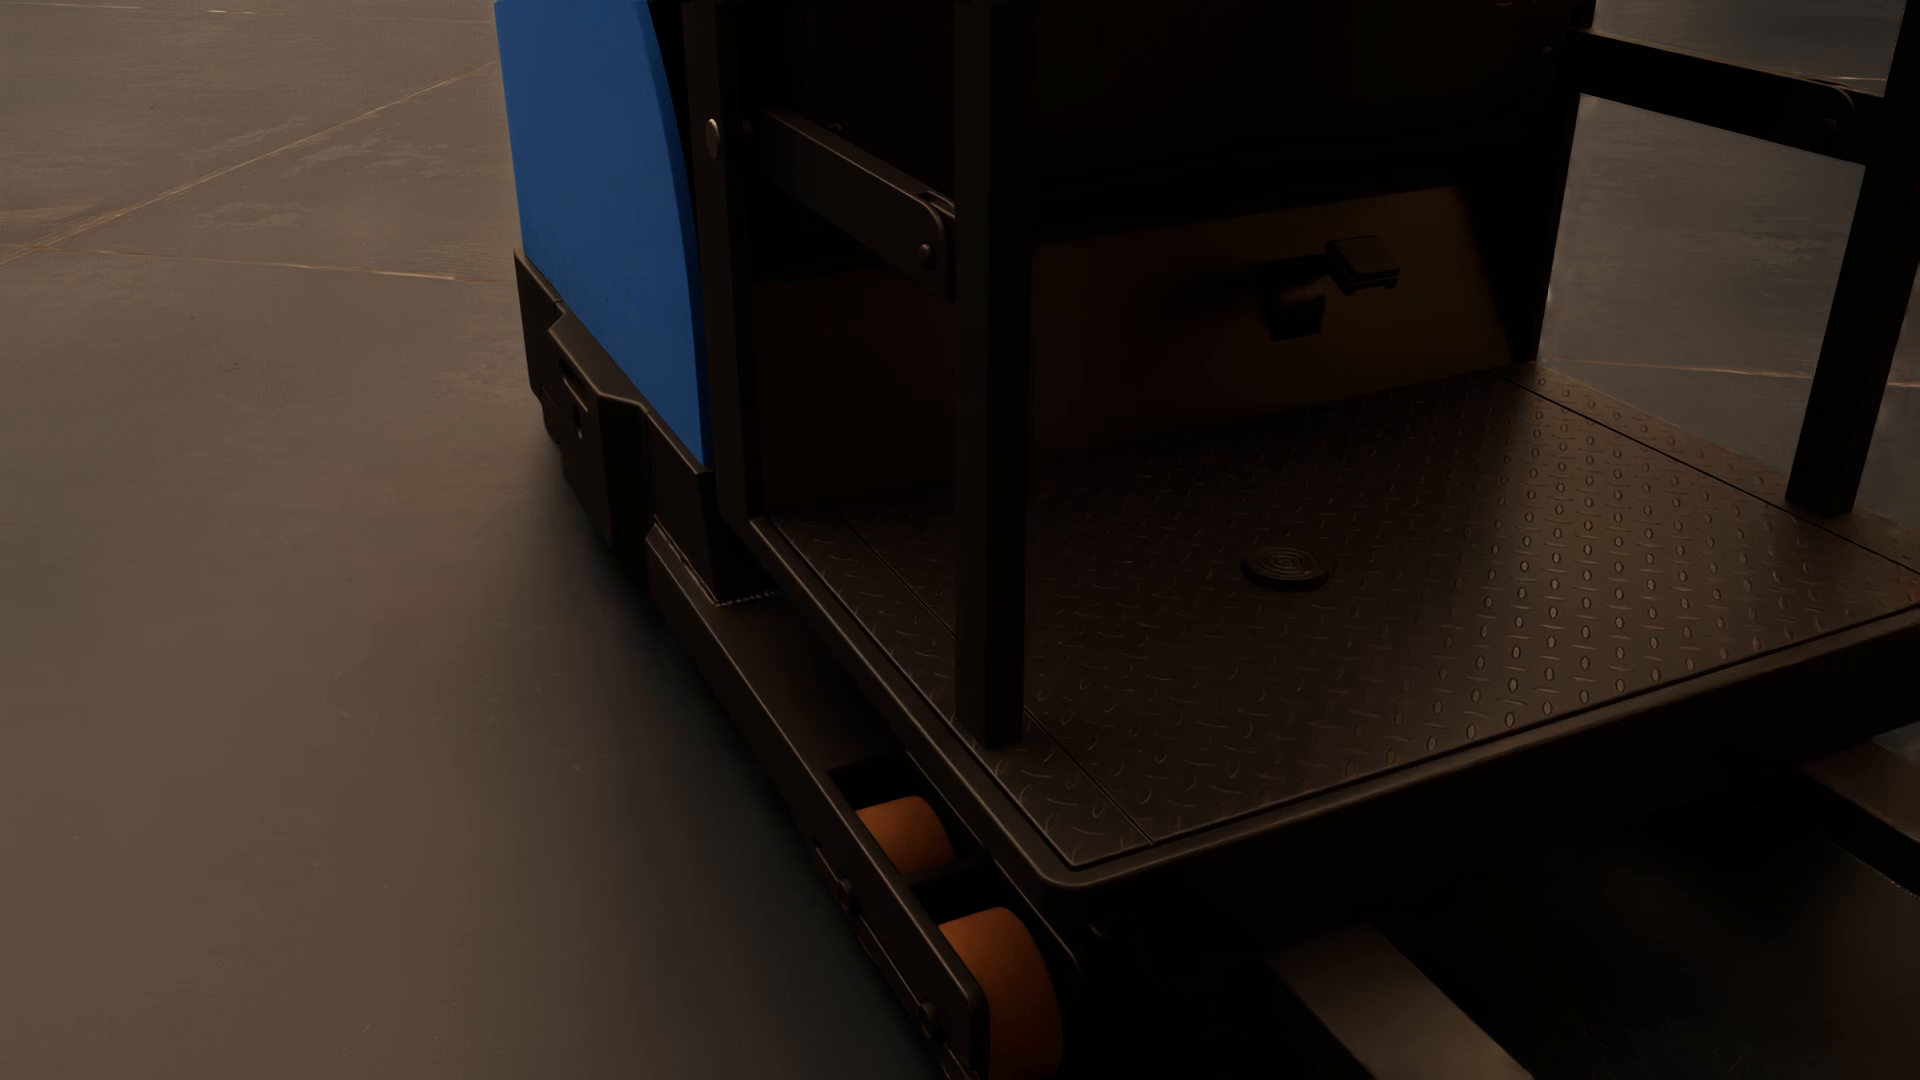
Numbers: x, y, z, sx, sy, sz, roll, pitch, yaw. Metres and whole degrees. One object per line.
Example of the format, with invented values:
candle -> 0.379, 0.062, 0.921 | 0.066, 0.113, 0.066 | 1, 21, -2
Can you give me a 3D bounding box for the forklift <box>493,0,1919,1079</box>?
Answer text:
forklift -> 0.352, -1.033, 1.294 | 1.130, 2.935, 3.031 | -12, 29, -23
